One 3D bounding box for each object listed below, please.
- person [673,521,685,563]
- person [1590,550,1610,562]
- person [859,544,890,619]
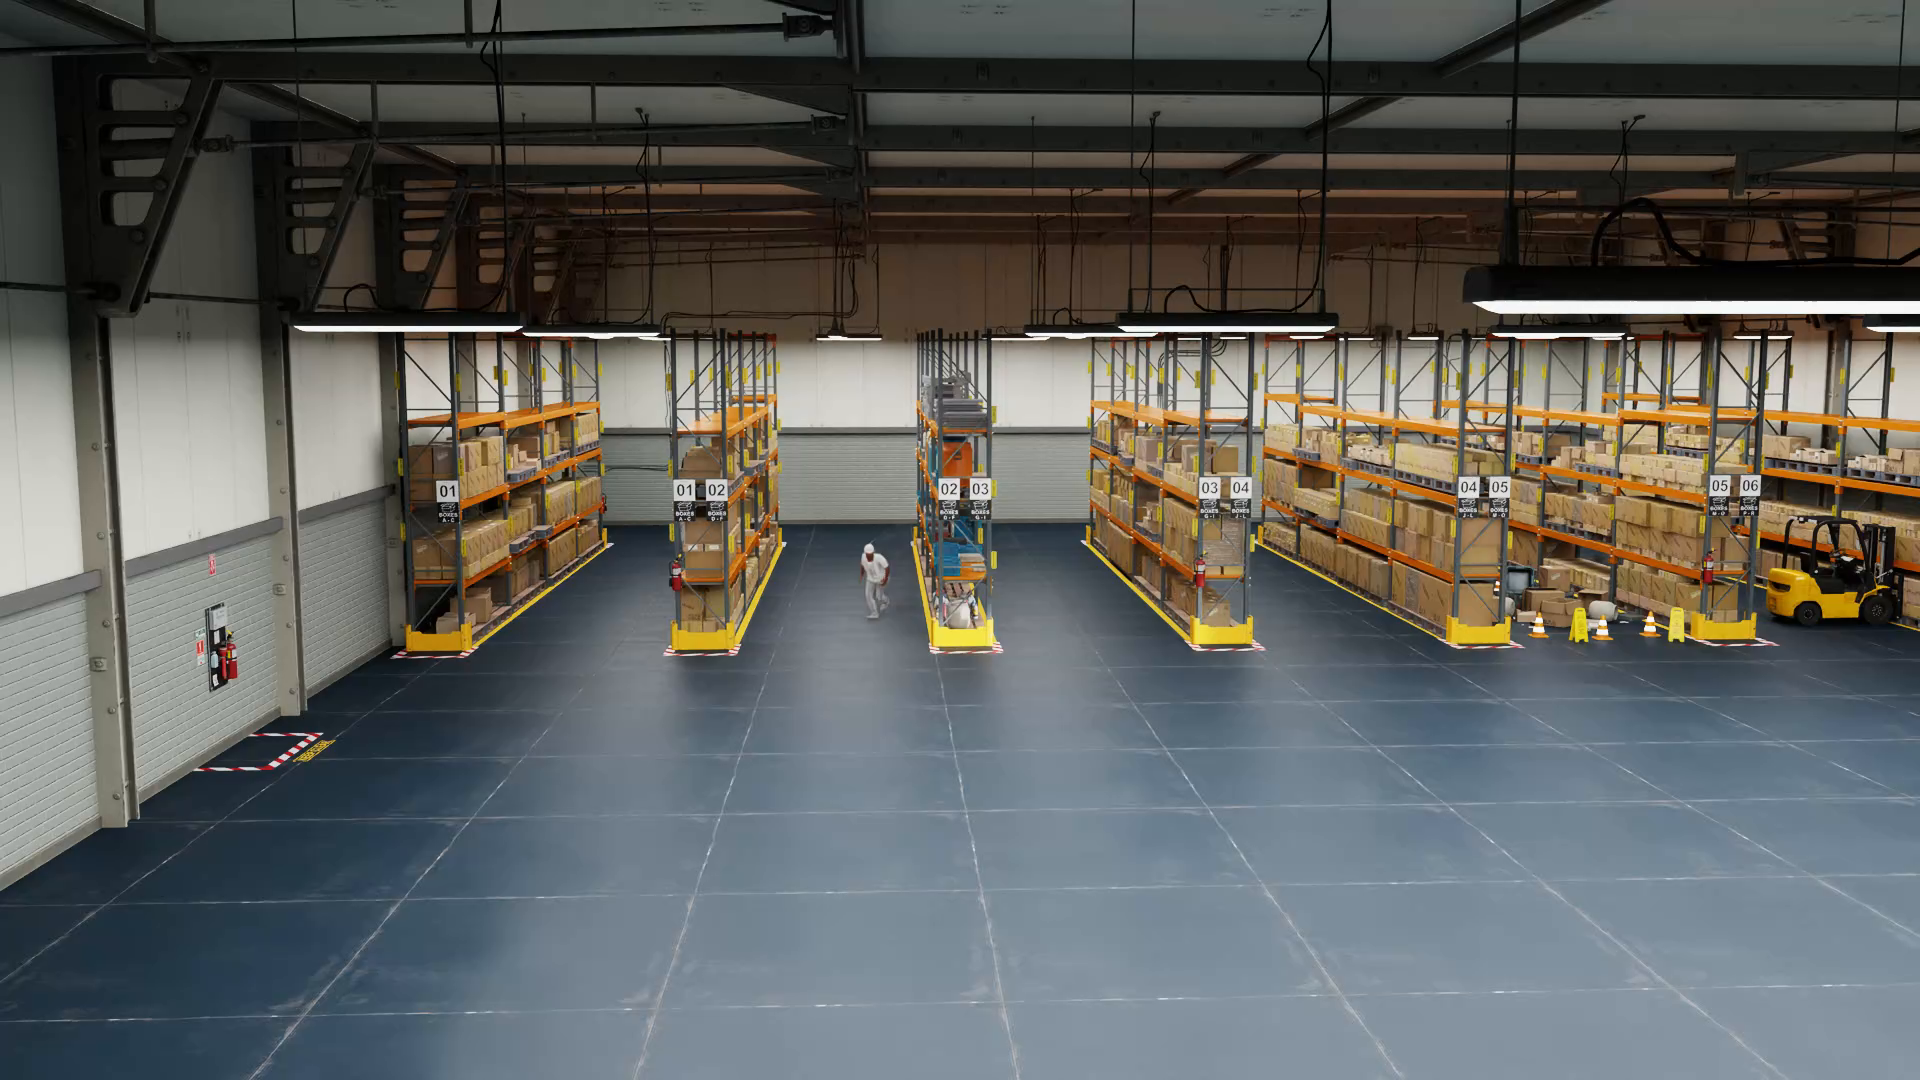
[{"bbox_3d":[-7.237,-0.225,43.639,0.554,1.639,0.582,-1,7,-10],"label":"person"},{"bbox_3d":[16.914,-0.241,43.553,0.570,1.692,0.854,-2,7,-15],"label":"person"},{"bbox_3d":[-1.725,0.847,34.765,0.682,1.619,1.091,3,7,24],"label":"person"}]
